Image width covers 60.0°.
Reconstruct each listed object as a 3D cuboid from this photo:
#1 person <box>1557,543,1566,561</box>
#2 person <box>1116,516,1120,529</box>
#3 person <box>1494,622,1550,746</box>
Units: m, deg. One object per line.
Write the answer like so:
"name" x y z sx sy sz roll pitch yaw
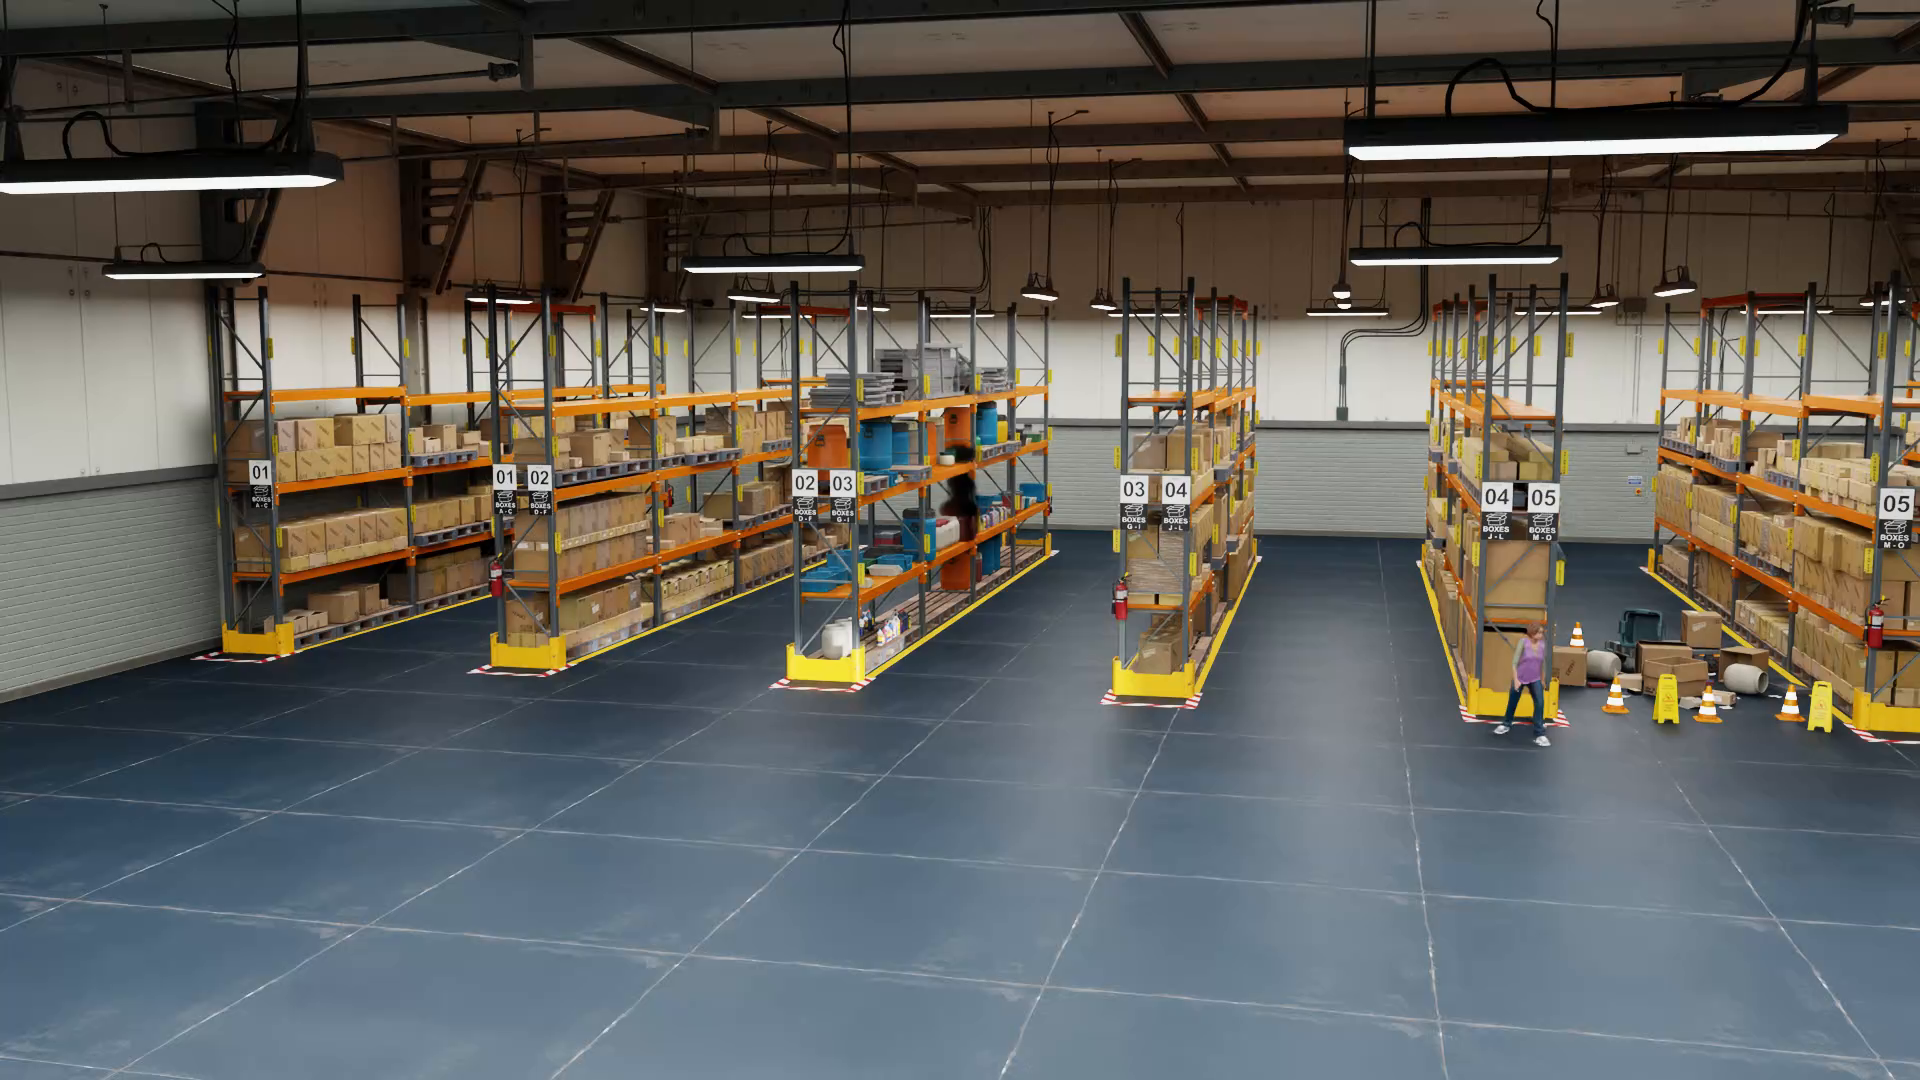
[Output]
"person" 13.734 -0.309 38.804 0.817 1.772 0.613 1 7 5
"person" 3.737 -0.043 36.345 0.627 1.805 0.813 2 7 15
"person" 7.237 1.799 21.247 0.546 1.543 0.846 -1 7 -6
